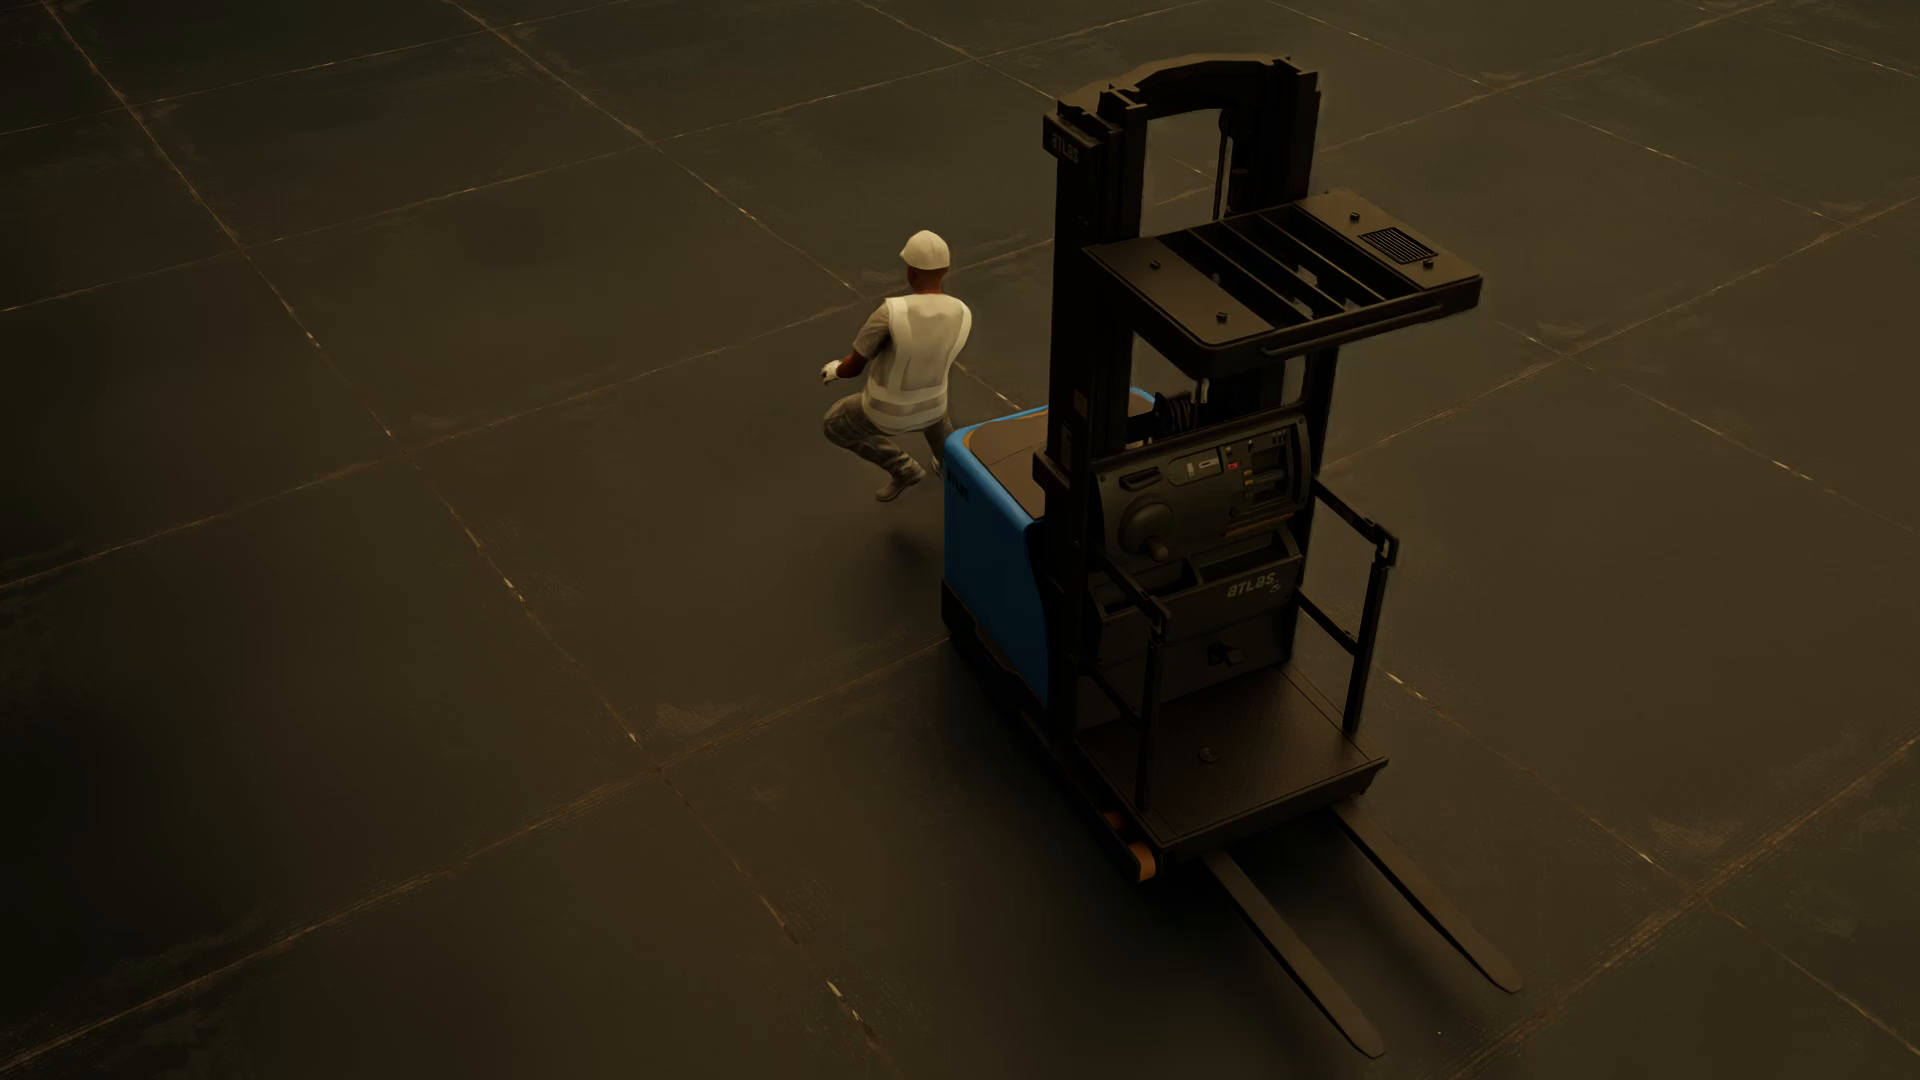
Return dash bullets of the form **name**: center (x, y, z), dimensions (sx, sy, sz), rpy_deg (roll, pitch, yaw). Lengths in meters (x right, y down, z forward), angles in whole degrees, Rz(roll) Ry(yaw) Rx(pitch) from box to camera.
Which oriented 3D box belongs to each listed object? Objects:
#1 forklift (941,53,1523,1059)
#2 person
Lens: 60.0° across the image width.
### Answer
- **forklift**: center (1.023, -0.129, 6.120), dimensions (1.130, 2.935, 3.031), rpy_deg (-17, 40, -21)
- **person**: center (-0.275, -0.812, 8.157), dimensions (0.826, 1.617, 0.748), rpy_deg (-20, 41, -25)
